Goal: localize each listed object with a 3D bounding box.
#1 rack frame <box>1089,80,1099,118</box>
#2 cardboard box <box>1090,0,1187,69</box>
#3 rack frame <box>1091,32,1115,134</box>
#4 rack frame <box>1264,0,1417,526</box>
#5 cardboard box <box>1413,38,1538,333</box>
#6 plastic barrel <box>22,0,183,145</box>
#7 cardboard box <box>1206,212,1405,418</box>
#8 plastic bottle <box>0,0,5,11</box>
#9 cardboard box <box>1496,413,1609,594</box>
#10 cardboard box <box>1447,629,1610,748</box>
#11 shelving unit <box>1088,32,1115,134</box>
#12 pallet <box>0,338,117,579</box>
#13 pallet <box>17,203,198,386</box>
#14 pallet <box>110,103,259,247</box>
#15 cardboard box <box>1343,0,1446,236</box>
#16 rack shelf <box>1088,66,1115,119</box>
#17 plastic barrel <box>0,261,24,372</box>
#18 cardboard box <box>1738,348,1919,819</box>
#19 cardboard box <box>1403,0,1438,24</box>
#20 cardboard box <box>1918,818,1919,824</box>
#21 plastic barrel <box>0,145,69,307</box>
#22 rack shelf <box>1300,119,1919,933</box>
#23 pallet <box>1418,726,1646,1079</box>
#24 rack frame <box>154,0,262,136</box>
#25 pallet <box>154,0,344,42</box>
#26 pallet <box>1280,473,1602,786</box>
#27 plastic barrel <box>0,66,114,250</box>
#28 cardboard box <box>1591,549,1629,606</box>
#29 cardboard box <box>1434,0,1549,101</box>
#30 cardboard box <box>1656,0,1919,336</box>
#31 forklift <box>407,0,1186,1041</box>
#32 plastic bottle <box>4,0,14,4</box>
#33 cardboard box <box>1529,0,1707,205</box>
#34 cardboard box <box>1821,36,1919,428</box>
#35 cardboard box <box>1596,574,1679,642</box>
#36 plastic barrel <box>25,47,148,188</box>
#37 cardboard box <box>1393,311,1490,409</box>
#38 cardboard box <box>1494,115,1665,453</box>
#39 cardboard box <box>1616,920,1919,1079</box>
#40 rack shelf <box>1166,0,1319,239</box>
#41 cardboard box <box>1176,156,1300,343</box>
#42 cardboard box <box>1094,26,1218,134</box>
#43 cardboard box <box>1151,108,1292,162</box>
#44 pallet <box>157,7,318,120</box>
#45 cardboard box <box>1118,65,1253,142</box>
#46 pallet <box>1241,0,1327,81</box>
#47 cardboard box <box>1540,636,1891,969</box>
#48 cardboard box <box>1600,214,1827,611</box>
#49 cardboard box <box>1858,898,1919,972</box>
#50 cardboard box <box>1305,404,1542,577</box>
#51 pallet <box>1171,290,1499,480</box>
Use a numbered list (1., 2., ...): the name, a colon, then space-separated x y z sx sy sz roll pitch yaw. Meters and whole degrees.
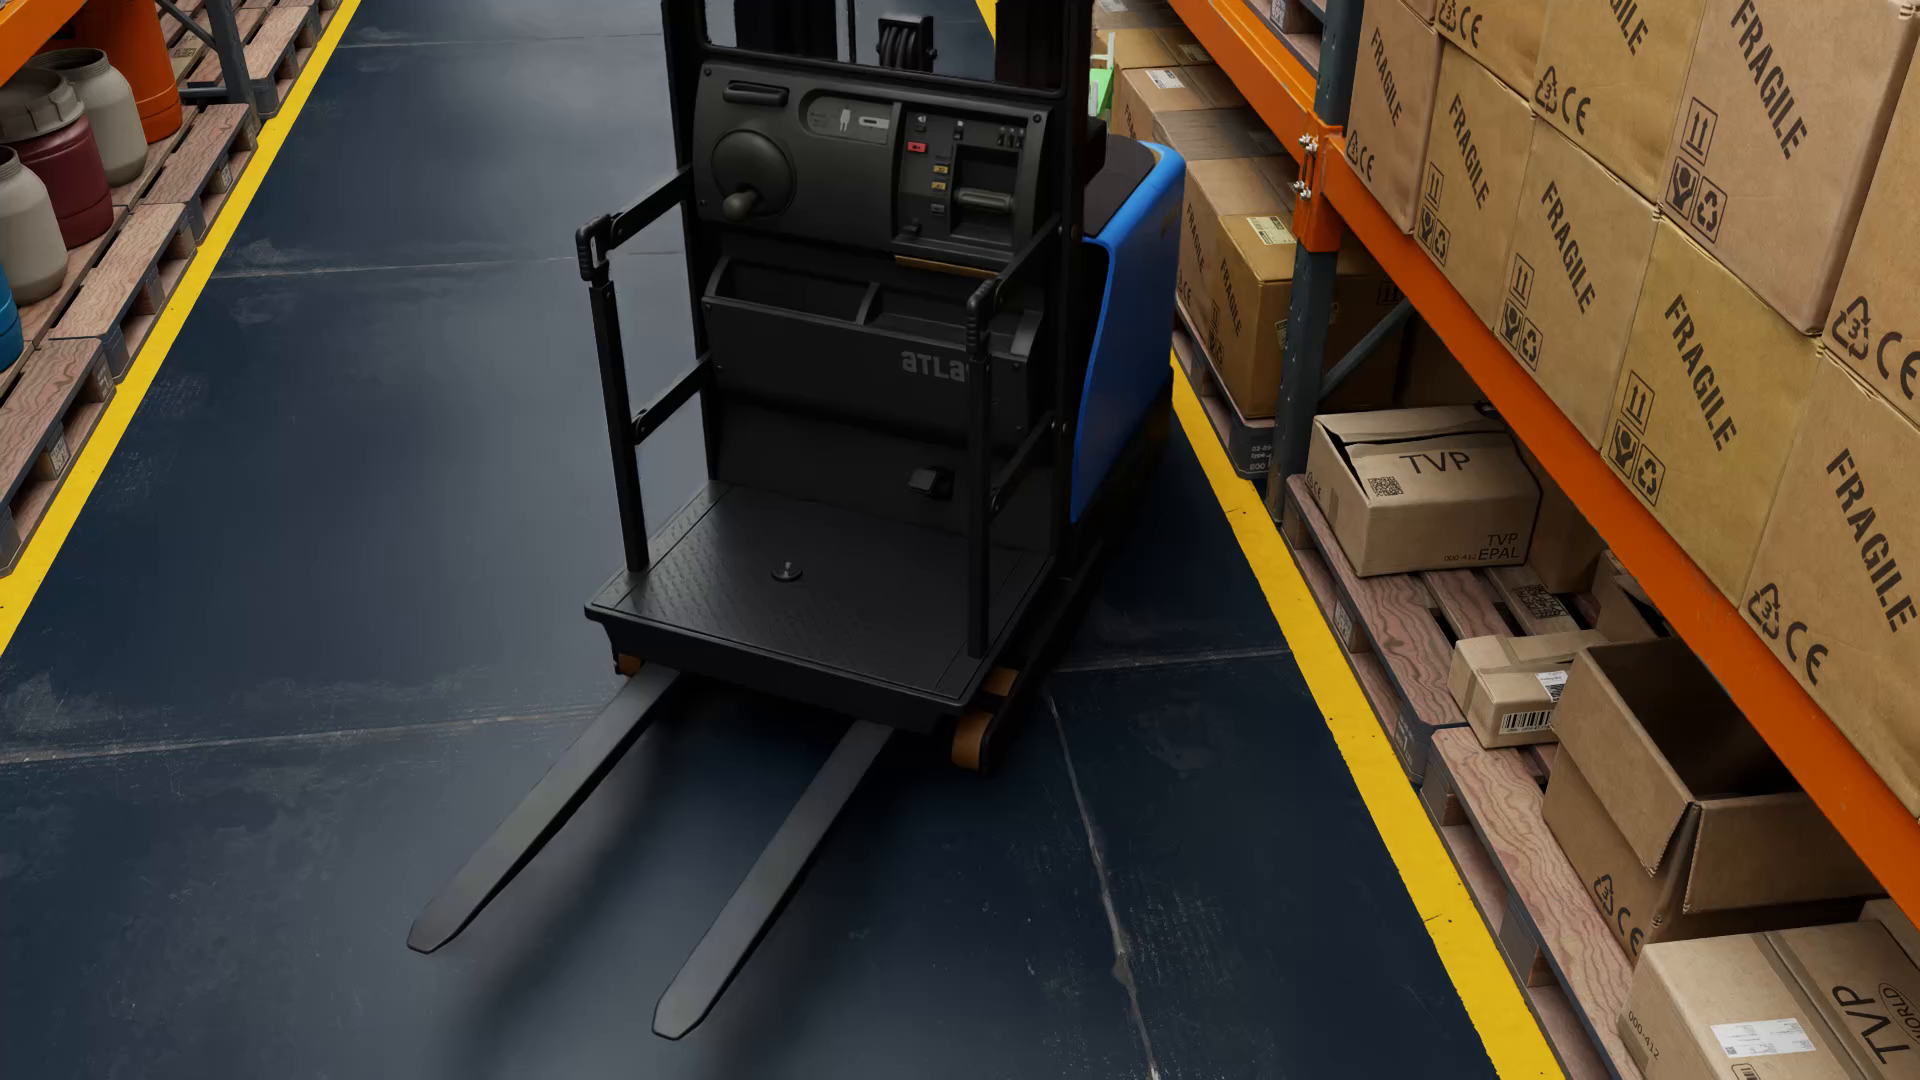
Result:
1. rack frame: 0.319 -0.964 5.600 0.240 1.200 0.015 6 35 9
2. cardboard box: 0.810 -2.171 7.600 0.500 0.500 0.500 -6 35 -8
3. rack frame: 0.408 -1.235 5.996 0.240 1.200 0.015 6 35 9
4. rack frame: 1.494 -1.357 4.577 1.000 3.000 0.127 -4 35 -6
5. cardboard box: 1.365 -0.808 3.683 0.500 0.500 0.500 -4 34 -6
6. plastic barrel: -3.870 -2.221 7.400 0.600 0.830 0.708 -4 35 -6
7. cardboard box: 1.144 -0.759 5.530 0.500 0.500 0.500 -5 35 -7
8. plastic bottle: -3.255 -1.866 5.434 0.152 0.276 0.135 -4 35 -6
9. cardboard box: 1.852 -0.209 4.723 0.500 0.500 0.500 -4 35 -6
10. cardboard box: 1.463 0.365 4.177 0.380 0.166 0.250 -4 35 -6
11. shelving unit: 0.363 -1.100 5.798 0.258 1.200 0.503 6 35 9
12. pallet: -3.477 -0.265 5.452 1.003 0.211 1.213 -4 35 -6
13. pallet: -3.644 -0.948 6.453 1.003 0.211 1.213 -4 35 -6
14. pallet: -3.805 -1.627 7.450 1.003 0.211 1.213 -4 35 -6
15. cardboard box: 1.293 -1.093 4.102 0.500 0.500 0.500 -4 34 -5
16. rack shelf: 0.363 -1.443 5.564 0.258 0.148 0.480 6 35 9
17. plastic barrel: -3.566 -0.990 5.530 0.600 0.901 0.708 -4 35 -6
18. cardboard box: 1.567 0.037 2.444 0.500 0.500 0.500 -4 34 -6
19. cardboard box: 1.279 -1.527 3.851 0.500 0.500 0.500 -4 34 -5
20. cardboard box: 1.629 0.315 2.035 0.500 0.500 0.500 -4 34 -6
21. plastic barrel: -3.553 -1.151 6.112 0.421 0.512 0.421 0 34 0
22. rack shelf: 1.763 0.056 3.142 1.077 0.370 4.000 -4 35 -6
23. pallet: 1.753 0.861 3.799 1.003 0.211 1.213 -4 35 -6
24. rack frame: -3.952 -3.216 7.305 1.000 3.000 0.127 -4 35 -6
25. pallet: -4.179 -3.178 9.726 1.003 0.211 1.213 -4 35 -6
26. pallet: 1.586 0.179 4.800 1.003 0.211 1.213 -4 35 -6
27. plastic barrel: -3.718 -1.491 6.543 0.600 0.588 0.708 -4 35 -6
28. cardboard box: 1.962 0.141 4.521 0.380 0.149 0.250 -4 35 -6
29. cardboard box: 1.349 -1.239 3.428 0.500 0.500 0.500 -5 35 -8
30. cardboard box: 1.488 -0.664 2.584 0.500 0.500 0.500 -3 34 -5
31. forklift: -0.313 -0.874 3.930 1.130 2.935 3.031 13 36 18
32. plastic bottle: -3.243 -1.931 5.534 0.097 0.271 0.097 0 34 0
33. cardboard box: 1.417 -0.952 3.007 0.500 0.500 0.500 -5 35 -8
34. cardboard box: 1.557 -0.378 2.164 0.500 0.500 0.500 -3 34 -5
35. cardboard box: 1.953 0.287 4.162 0.500 0.311 0.500 -4 35 -6
36. plastic barrel: -3.705 -1.781 7.037 0.421 0.512 0.421 0 34 0
37. cardboard box: 1.671 -0.794 5.581 0.500 0.500 0.500 -6 35 -9
38. cardboard box: 1.430 -0.528 3.273 0.500 0.500 0.500 -5 35 -7
39. cardboard box: 1.617 1.013 3.152 0.500 0.250 0.500 -4 35 -6
40. rack shelf: 1.225 -2.176 6.418 1.077 0.370 4.000 -4 35 -6
41. cardboard box: 1.086 -1.036 5.936 0.500 0.500 0.500 -4 35 -6
42. cardboard box: 0.873 -1.890 7.189 0.500 0.500 0.500 -5 35 -7
43. cardboard box: 1.019 -1.316 6.346 0.500 0.500 0.500 -4 34 -6
44. pallet: -4.018 -2.499 8.729 1.003 0.211 1.213 -4 35 -6
45. cardboard box: 0.948 -1.599 6.762 0.500 0.500 0.500 -5 35 -8
46. pallet: 1.495 -1.732 5.298 1.003 0.211 1.213 -4 35 -6
47. cardboard box: 1.752 0.541 3.619 0.797 0.503 0.637 -4 35 -6
48. cardboard box: 1.500 -0.245 2.857 0.500 0.500 0.500 -5 35 -7
49. cardboard box: 2.106 0.947 3.248 0.500 0.250 0.500 -4 35 -6
50. cardboard box: 1.336 -0.177 4.843 0.500 0.311 0.500 -4 35 -6
51. pallet: 1.348 -0.656 6.025 1.003 0.211 1.213 -4 35 -6
